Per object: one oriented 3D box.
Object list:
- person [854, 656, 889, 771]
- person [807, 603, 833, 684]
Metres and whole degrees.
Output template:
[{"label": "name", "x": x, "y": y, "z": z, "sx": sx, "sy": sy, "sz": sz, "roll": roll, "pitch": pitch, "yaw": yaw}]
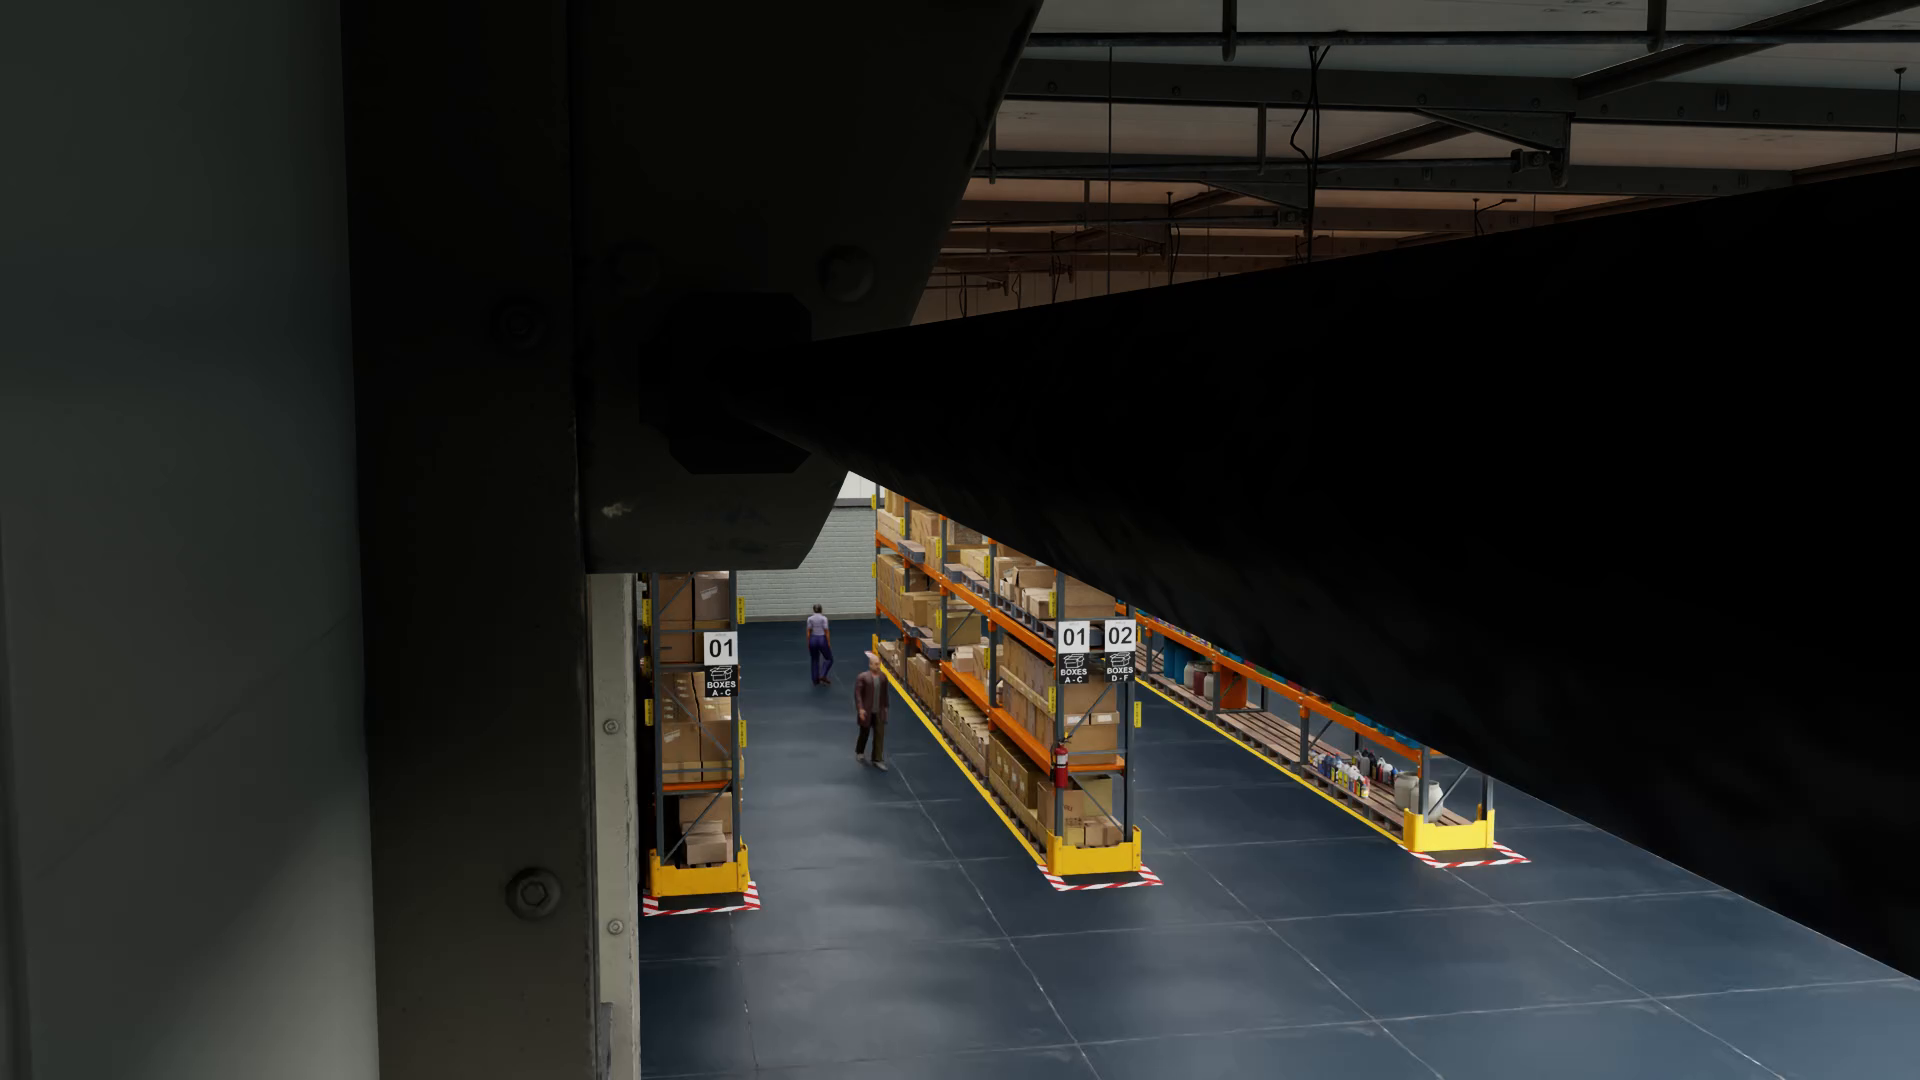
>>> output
[{"label": "person", "x": -1.383, "y": 2.740, "z": 26.611, "sx": 0.692, "sy": 1.768, "sz": 0.893, "roll": -4, "pitch": 7, "yaw": -32}, {"label": "person", "x": -2.838, "y": 2.094, "z": 33.374, "sx": 0.526, "sy": 1.648, "sz": 0.477, "roll": 2, "pitch": 6, "yaw": 20}]
